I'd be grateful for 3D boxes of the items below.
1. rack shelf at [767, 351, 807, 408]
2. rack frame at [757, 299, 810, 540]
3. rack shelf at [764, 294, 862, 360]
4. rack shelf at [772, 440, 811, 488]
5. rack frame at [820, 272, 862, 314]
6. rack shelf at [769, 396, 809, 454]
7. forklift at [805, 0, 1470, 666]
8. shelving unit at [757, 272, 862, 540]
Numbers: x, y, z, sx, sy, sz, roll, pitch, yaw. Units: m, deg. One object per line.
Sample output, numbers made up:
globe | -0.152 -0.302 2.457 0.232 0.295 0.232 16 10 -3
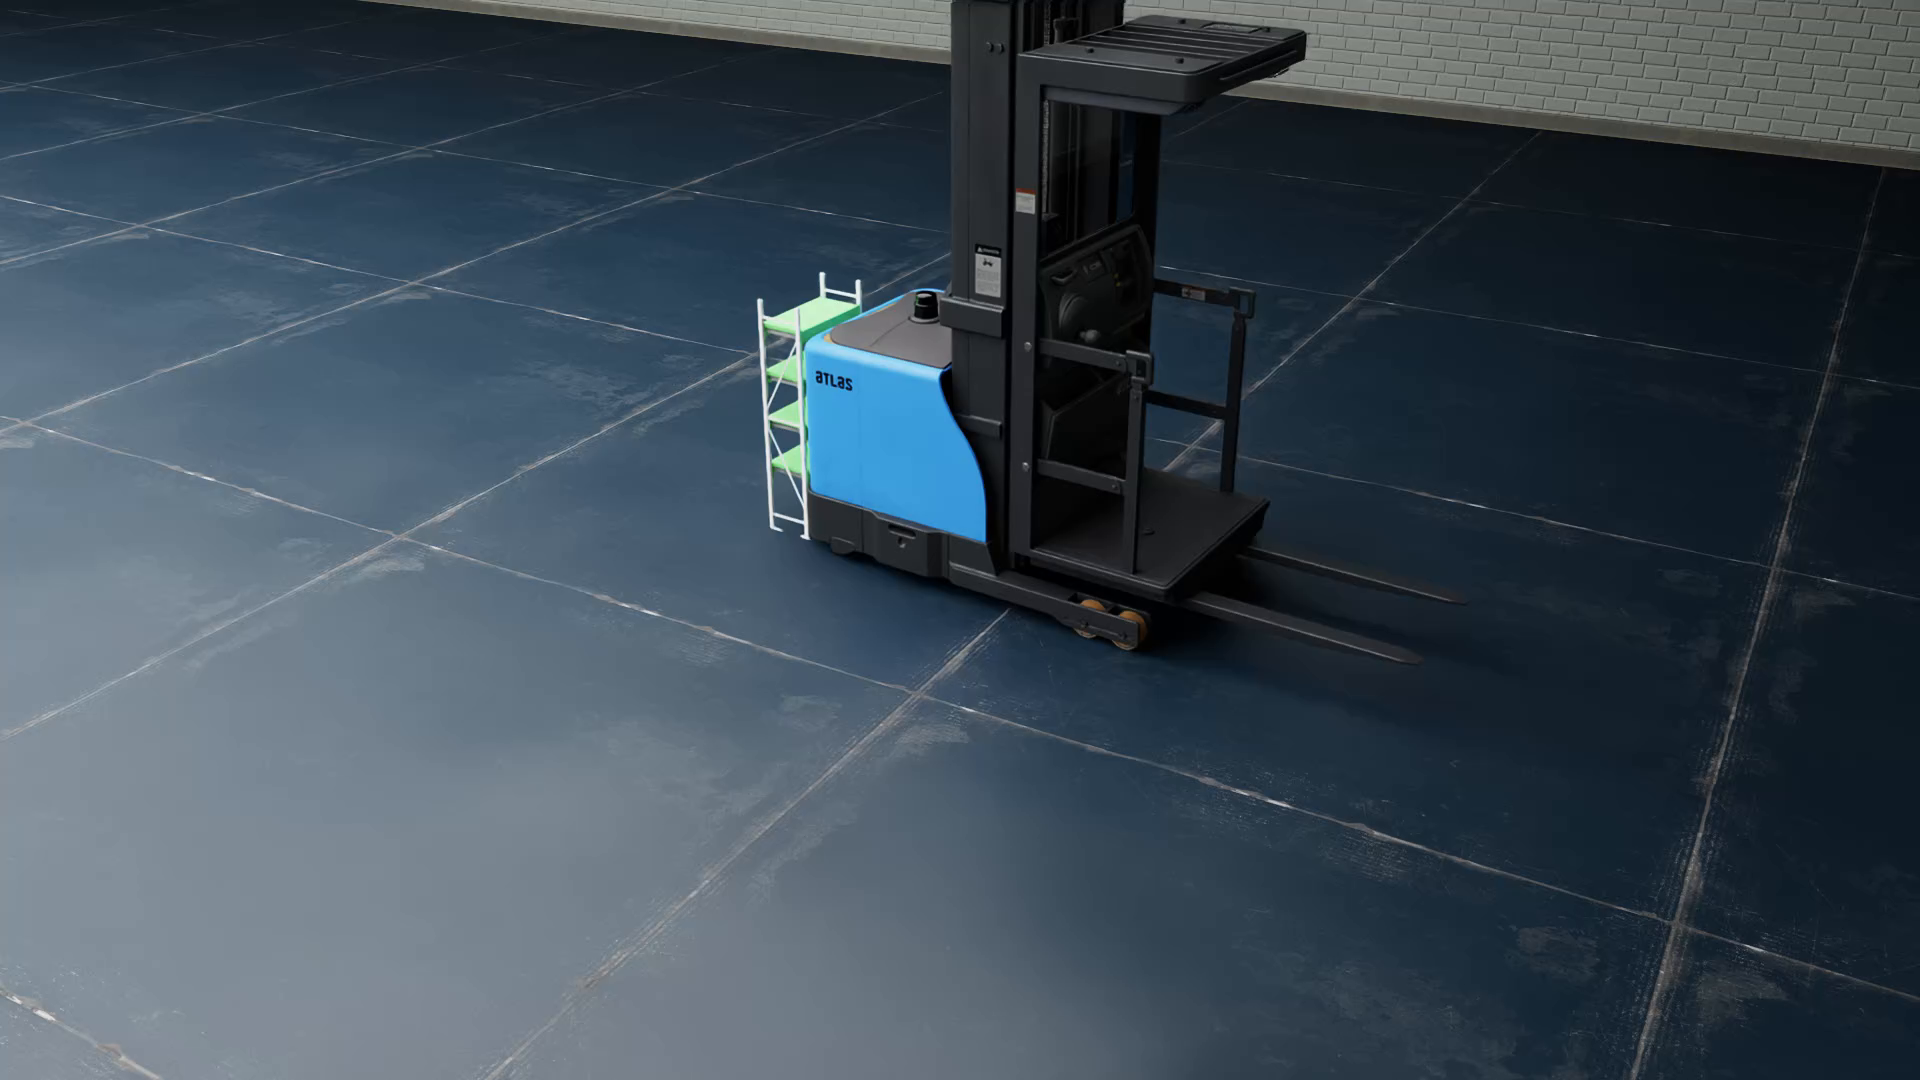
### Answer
rack shelf | -0.718 -0.819 8.152 0.258 0.148 0.480 16 31 29
rack frame | -0.849 -0.569 8.047 0.240 1.200 0.015 16 31 29
rack shelf | -0.718 -1.033 8.044 0.258 0.148 0.480 16 31 29
rack shelf | -0.718 -0.389 8.366 0.258 0.148 0.480 16 31 29
rack frame | -0.587 -0.753 8.414 0.240 1.200 0.015 16 31 29
rack shelf | -0.718 -0.604 8.259 0.258 0.148 0.480 16 31 29
forklift | 0.775 -1.101 7.174 3.031 2.935 1.130 16 31 29
shelving unit | -0.718 -0.661 8.230 0.258 1.200 0.503 16 31 29
